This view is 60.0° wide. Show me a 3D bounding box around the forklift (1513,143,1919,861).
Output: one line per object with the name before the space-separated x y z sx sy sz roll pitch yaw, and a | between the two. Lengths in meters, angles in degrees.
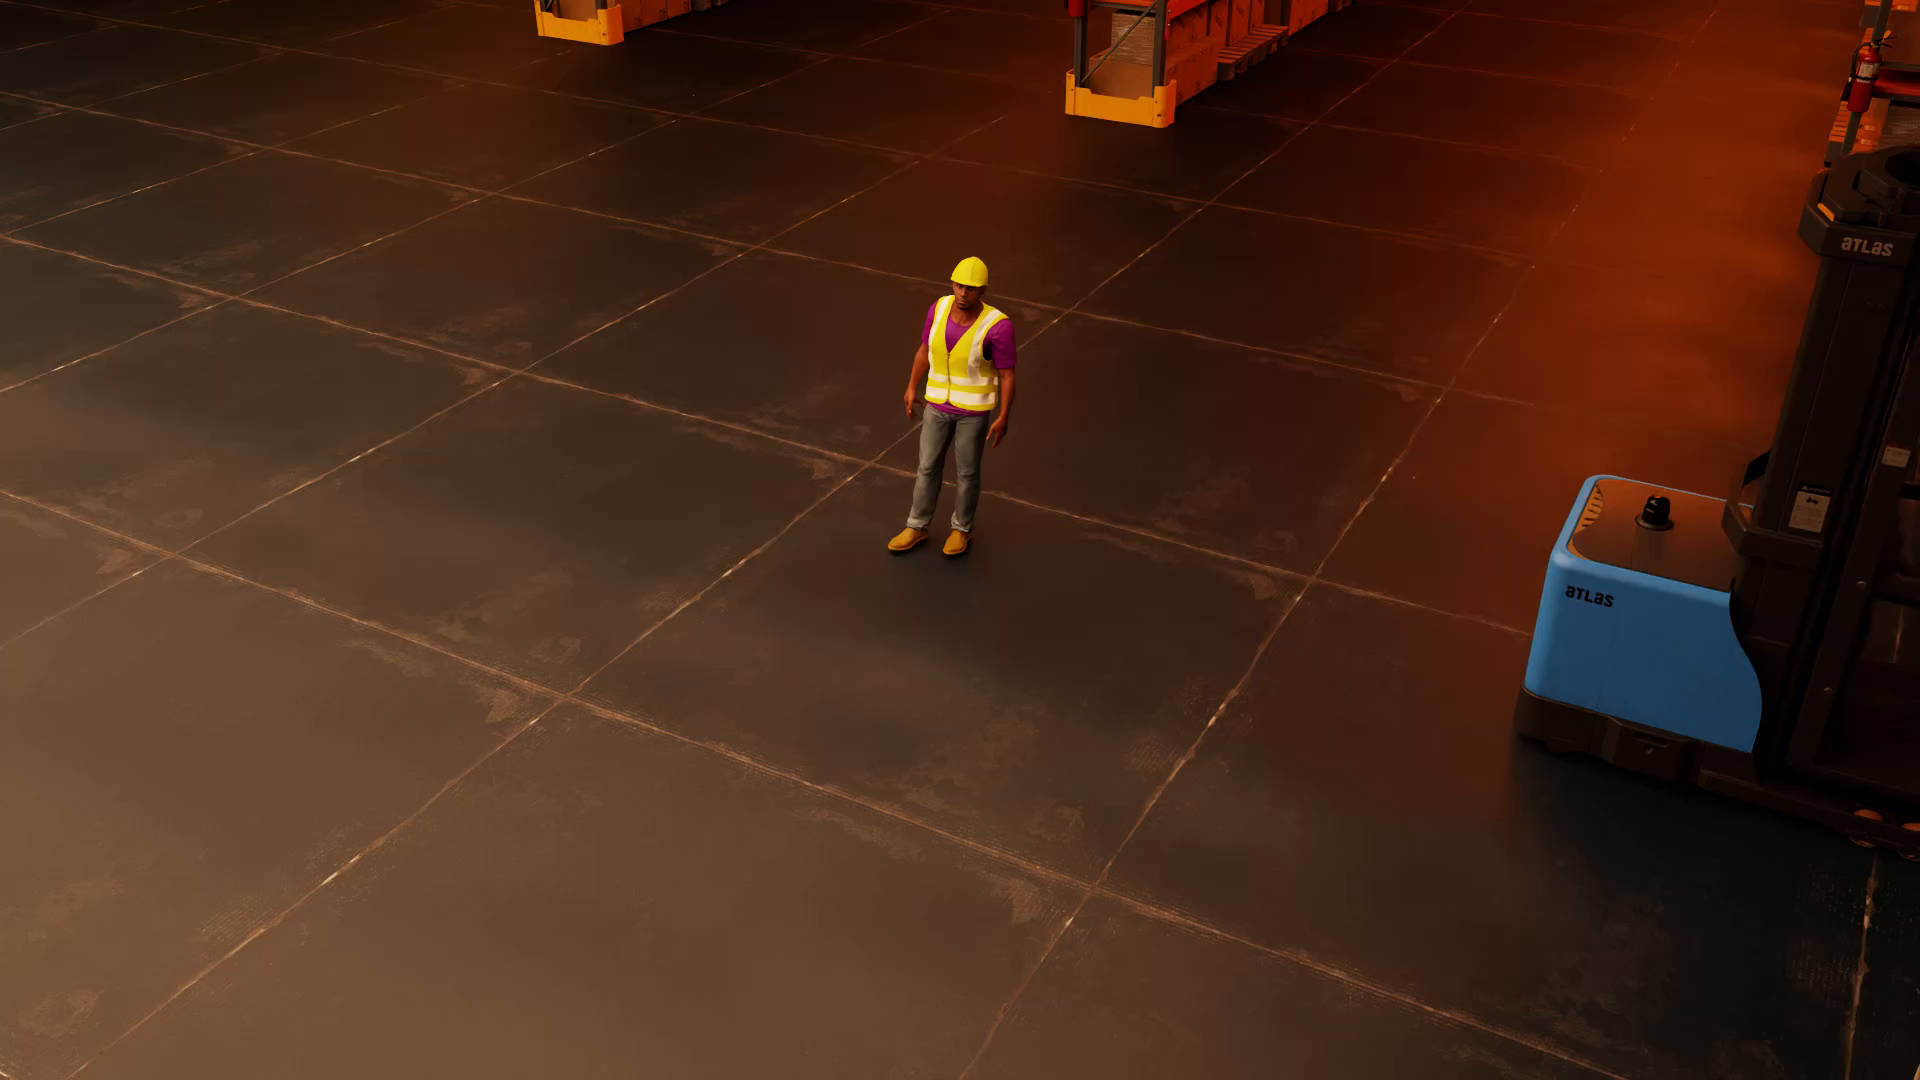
forklift | 4.293 -0.130 7.295 3.031 2.935 1.130 15 33 24

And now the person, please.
person | -0.001 -0.802 9.552 0.665 1.709 0.418 15 33 25
